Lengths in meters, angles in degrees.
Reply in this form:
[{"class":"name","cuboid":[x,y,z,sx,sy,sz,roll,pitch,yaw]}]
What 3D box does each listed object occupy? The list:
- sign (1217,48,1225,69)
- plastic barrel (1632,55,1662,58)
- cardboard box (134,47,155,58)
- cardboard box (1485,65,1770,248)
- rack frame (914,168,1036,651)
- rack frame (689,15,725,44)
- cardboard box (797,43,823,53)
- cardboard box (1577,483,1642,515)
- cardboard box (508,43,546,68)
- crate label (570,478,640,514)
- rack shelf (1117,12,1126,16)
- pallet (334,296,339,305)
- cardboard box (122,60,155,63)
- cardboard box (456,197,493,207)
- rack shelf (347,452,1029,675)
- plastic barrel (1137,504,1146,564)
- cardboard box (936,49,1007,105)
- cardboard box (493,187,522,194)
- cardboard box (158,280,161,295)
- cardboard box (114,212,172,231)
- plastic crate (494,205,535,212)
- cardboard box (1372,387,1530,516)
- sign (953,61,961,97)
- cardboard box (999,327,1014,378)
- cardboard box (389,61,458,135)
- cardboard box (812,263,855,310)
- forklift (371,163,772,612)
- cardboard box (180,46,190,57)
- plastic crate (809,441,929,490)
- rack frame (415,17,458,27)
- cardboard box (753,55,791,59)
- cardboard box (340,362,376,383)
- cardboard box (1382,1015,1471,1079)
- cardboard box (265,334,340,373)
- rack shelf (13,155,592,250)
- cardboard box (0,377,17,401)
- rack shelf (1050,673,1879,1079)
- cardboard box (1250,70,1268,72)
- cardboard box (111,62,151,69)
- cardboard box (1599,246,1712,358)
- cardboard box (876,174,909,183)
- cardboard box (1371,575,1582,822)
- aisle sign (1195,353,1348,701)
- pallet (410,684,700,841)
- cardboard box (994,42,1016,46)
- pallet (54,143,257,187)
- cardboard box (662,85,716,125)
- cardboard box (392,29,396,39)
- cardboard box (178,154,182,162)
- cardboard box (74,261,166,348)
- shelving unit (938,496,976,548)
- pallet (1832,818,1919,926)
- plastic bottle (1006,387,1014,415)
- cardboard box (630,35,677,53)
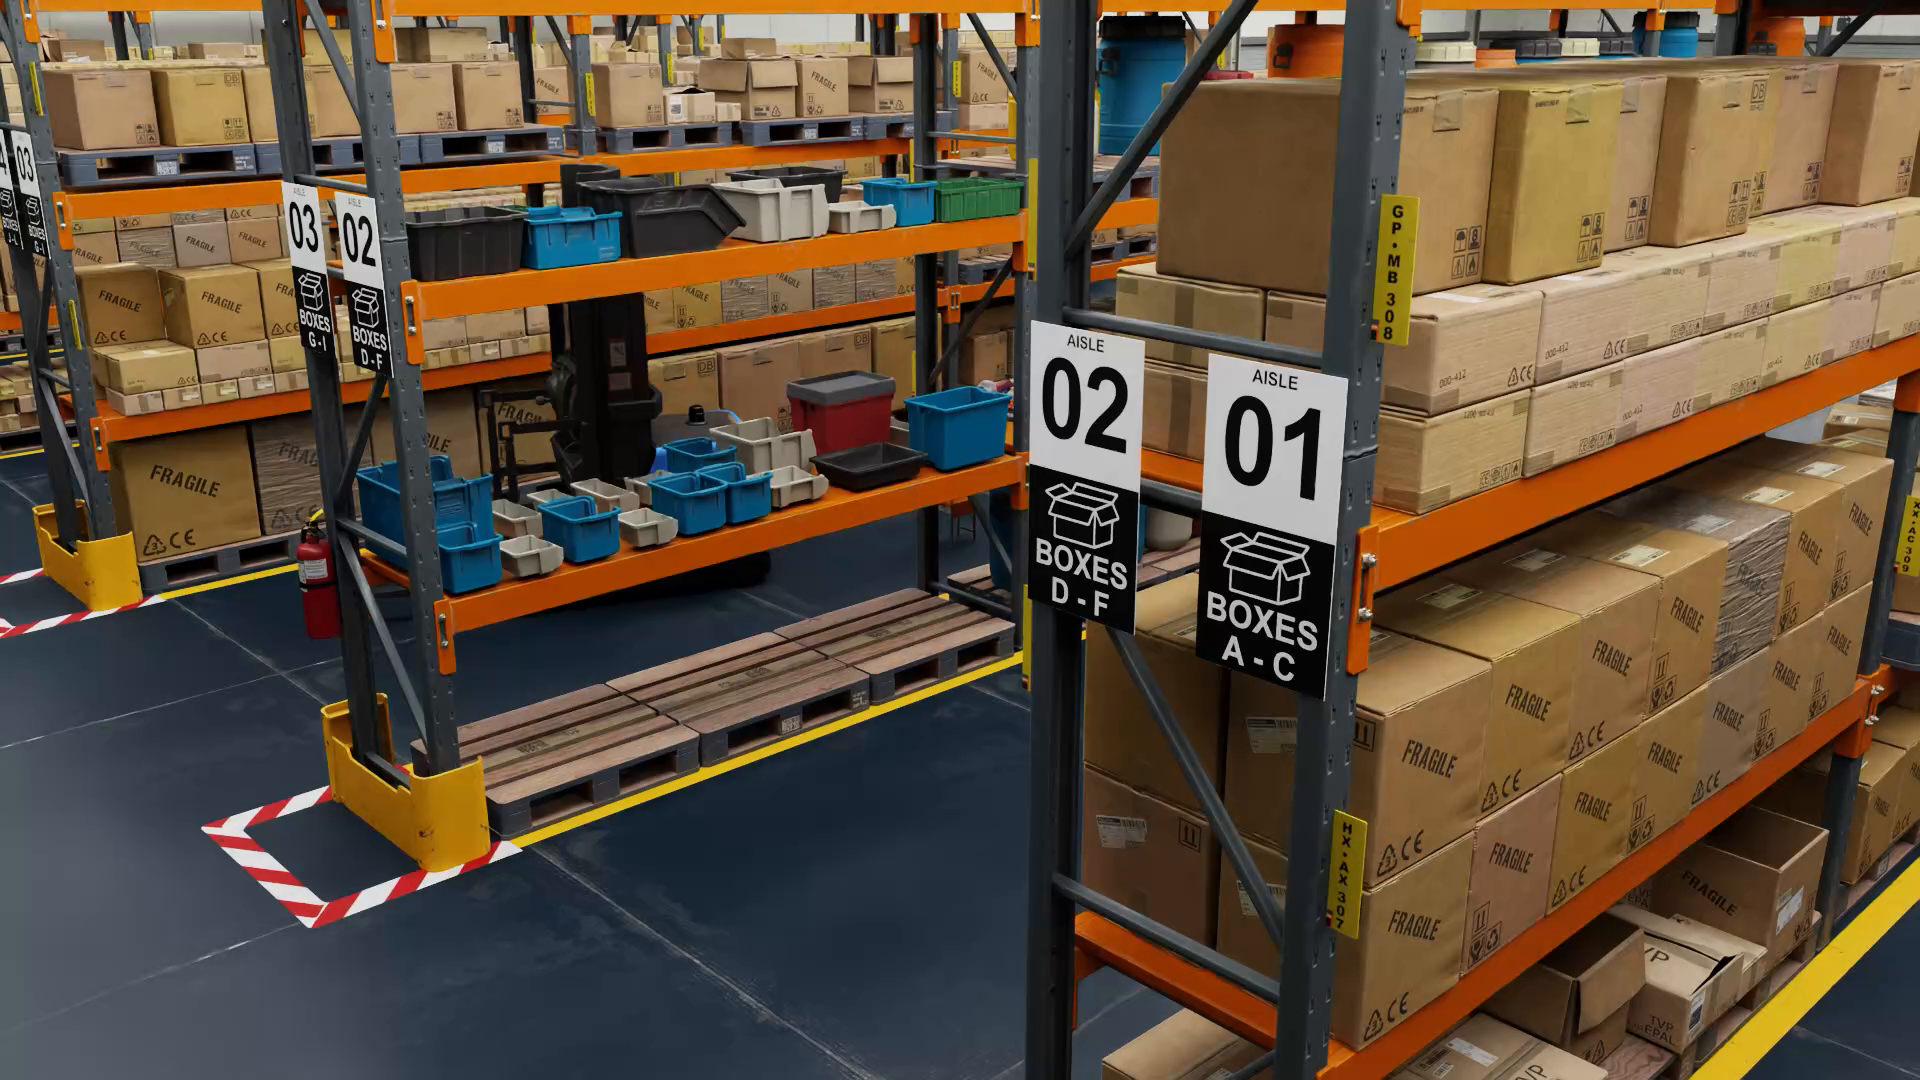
[{"class":"sign","cuboid":[2.887,-5.376,18.362,0.005,0.325,0.100,-16,24,-41]},{"class":"plastic barrel","cuboid":[6.353,-4.257,15.524,0.421,0.512,0.421,0,18,0]},{"class":"cardboard box","cuboid":[-12.124,-7.226,24.628,0.250,0.149,0.380,-16,24,-40]},{"class":"cardboard box","cuboid":[2.087,-1.240,5.300,0.500,0.500,0.700,-16,24,-41]},{"class":"rack frame","cuboid":[0.093,-0.834,10.694,0.127,3.000,1.000,-16,24,-41]},{"class":"rack frame","cuboid":[-4.813,-10.673,31.313,0.127,3.000,1.000,-16,24,-41]},{"class":"cardboard box","cuboid":[-2.440,-8.011,27.079,0.380,0.149,0.250,17,25,42]},{"class":"cardboard box","cuboid":[2.209,0.008,6.312,0.500,0.500,0.500,17,25,42]},{"class":"cardboard box","cuboid":[-4.774,-5.342,18.331,0.258,0.266,0.396,-16,24,-41]},{"class":"crate label","cuboid":[-1.940,-0.226,9.148,0.243,0.136,0.396,-16,24,-41]},{"class":"rack shelf","cuboid":[0.622,-7.517,23.395,4.000,0.370,1.077,-16,24,-41]},{"class":"pallet","cuboid":[-8.723,-3.279,22.755,1.213,0.211,1.003,-16,24,-41]},{"class":"cardboard box","cuboid":[-8.010,-4.585,16.186,0.250,0.149,0.380,-15,23,-38]},{"class":"cardboard box","cuboid":[-5.287,-3.642,18.115,0.250,0.149,0.380,-17,24,-41]},{"class":"rack shelf","cuboid":[-1.361,-0.068,9.498,4.000,0.370,1.077,-16,24,-41]},{"class":"plastic barrel","cuboid":[1.014,-0.297,11.760,0.708,0.901,0.600,-16,24,-41]},{"class":"cardboard box","cuboid":[0.114,-4.546,16.306,0.500,0.500,0.500,-16,24,-40]},{"class":"cardboard box","cuboid":[-5.161,-3.955,19.080,0.250,0.149,0.380,-15,23,-39]},{"class":"cardboard box","cuboid":[-7.778,-2.497,16.231,0.250,0.149,0.380,-16,24,-40]},{"class":"cardboard box","cuboid":[-7.919,-3.252,15.887,0.500,0.500,0.500,17,25,42]},{"class":"plastic crate","cuboid":[-2.293,-1.586,8.492,0.336,0.188,0.450,-16,24,-41]},{"class":"cardboard box","cuboid":[1.135,-0.283,4.375,0.500,0.250,0.500,-16,24,-41]},{"class":"sign","cuboid":[-0.028,-4.376,15.789,0.005,0.325,0.100,-16,24,-41]},{"class":"cardboard box","cuboid":[0.464,-2.079,17.873,0.700,0.500,0.500,15,24,39]},{"class":"cardboard box","cuboid":[-4.232,-3.374,12.658,0.500,0.500,0.700,-15,23,-38]},{"class":"cardboard box","cuboid":[-1.334,-2.464,15.559,0.500,0.500,0.500,17,25,42]},{"class":"forklift","cuboid":[-2.936,-1.060,11.501,3.031,2.935,1.130,-7,19,-21]},{"class":"cardboard box","cuboid":[-11.615,-7.397,25.186,0.250,0.149,0.380,-16,24,-41]},{"class":"plastic crate","cuboid":[-0.536,-0.435,9.810,0.590,0.125,0.437,-16,24,-41]},{"class":"rack frame","cuboid":[-7.212,-7.866,22.657,0.127,3.000,1.000,-16,24,-41]},{"class":"cardboard box","cuboid":[-2.324,-5.876,20.681,0.500,0.311,0.500,-17,24,-42]},{"class":"cardboard box","cuboid":[-4.615,-1.305,12.552,0.250,0.149,0.380,-17,25,-42]},{"class":"cardboard box","cuboid":[1.523,1.858,6.136,0.500,0.250,0.500,-16,24,-41]},{"class":"cardboard box","cuboid":[-4.942,-1.425,12.278,0.500,0.250,0.500,17,25,42]},{"class":"rack shelf","cuboid":[-4.764,-2.605,12.459,4.000,0.370,1.077,-16,24,-41]},{"class":"cardboard box","cuboid":[-8.937,-1.391,15.389,0.380,0.149,0.250,17,24,41]},{"class":"rack shelf","cuboid":[2.040,1.043,6.072,4.000,0.370,1.077,-16,24,-41]},{"class":"cardboard box","cuboid":[3.751,-5.636,20.238,0.380,0.149,0.250,17,24,42]},{"class":"cardboard box","cuboid":[-7.776,-4.395,15.598,0.250,0.149,0.380,-17,24,-42]},{"class":"cardboard box","cuboid":[1.866,-0.731,4.946,0.500,0.250,0.500,-16,24,-41]},{"class":"cardboard box","cuboid":[-1.027,-4.649,22.299,0.500,0.500,0.500,-16,24,-41]},{"class":"cardboard box","cuboid":[1.465,0.454,4.939,0.500,0.500,0.500,-16,24,-40]},{"class":"aisle sign","cuboid":[0.739,-0.032,4.005,0.004,0.787,0.394,-16,24,-41]},{"class":"pallet","cuboid":[-2.188,1.174,9.022,1.213,0.211,1.003,-16,24,-41]},{"class":"cardboard box","cuboid":[0.448,-6.772,23.062,0.500,0.250,0.500,-17,24,-41]},{"class":"pallet","cuboid":[-5.685,-2.641,11.547,1.213,0.211,1.003,-16,24,-41]},{"class":"cardboard box","cuboid":[-2.451,-3.741,14.259,0.500,0.311,0.500,17,24,42]},{"class":"cardboard box","cuboid":[-9.192,-8.161,27.422,0.500,0.500,0.500,-16,24,-40]},{"class":"cardboard box","cuboid":[-9.602,-4.717,20.887,0.500,0.500,0.500,-16,24,-40]},{"class":"cardboard box","cuboid":[-6.043,-1.686,11.865,0.500,0.500,0.500,-16,24,-40]},{"class":"shelving unit","cuboid":[-0.039,-0.488,12.788,0.252,1.050,0.215,-16,24,-41]},{"class":"pallet","cuboid":[4.058,1.422,8.256,1.213,0.211,1.003,-16,24,-41]},{"class":"plastic bottle","cuboid":[0.361,-0.941,11.346,0.097,0.201,0.097,0,18,0]},{"class":"cardboard box","cuboid":[-4.640,-7.502,25.148,0.500,0.250,0.500,-16,24,-40]}]
